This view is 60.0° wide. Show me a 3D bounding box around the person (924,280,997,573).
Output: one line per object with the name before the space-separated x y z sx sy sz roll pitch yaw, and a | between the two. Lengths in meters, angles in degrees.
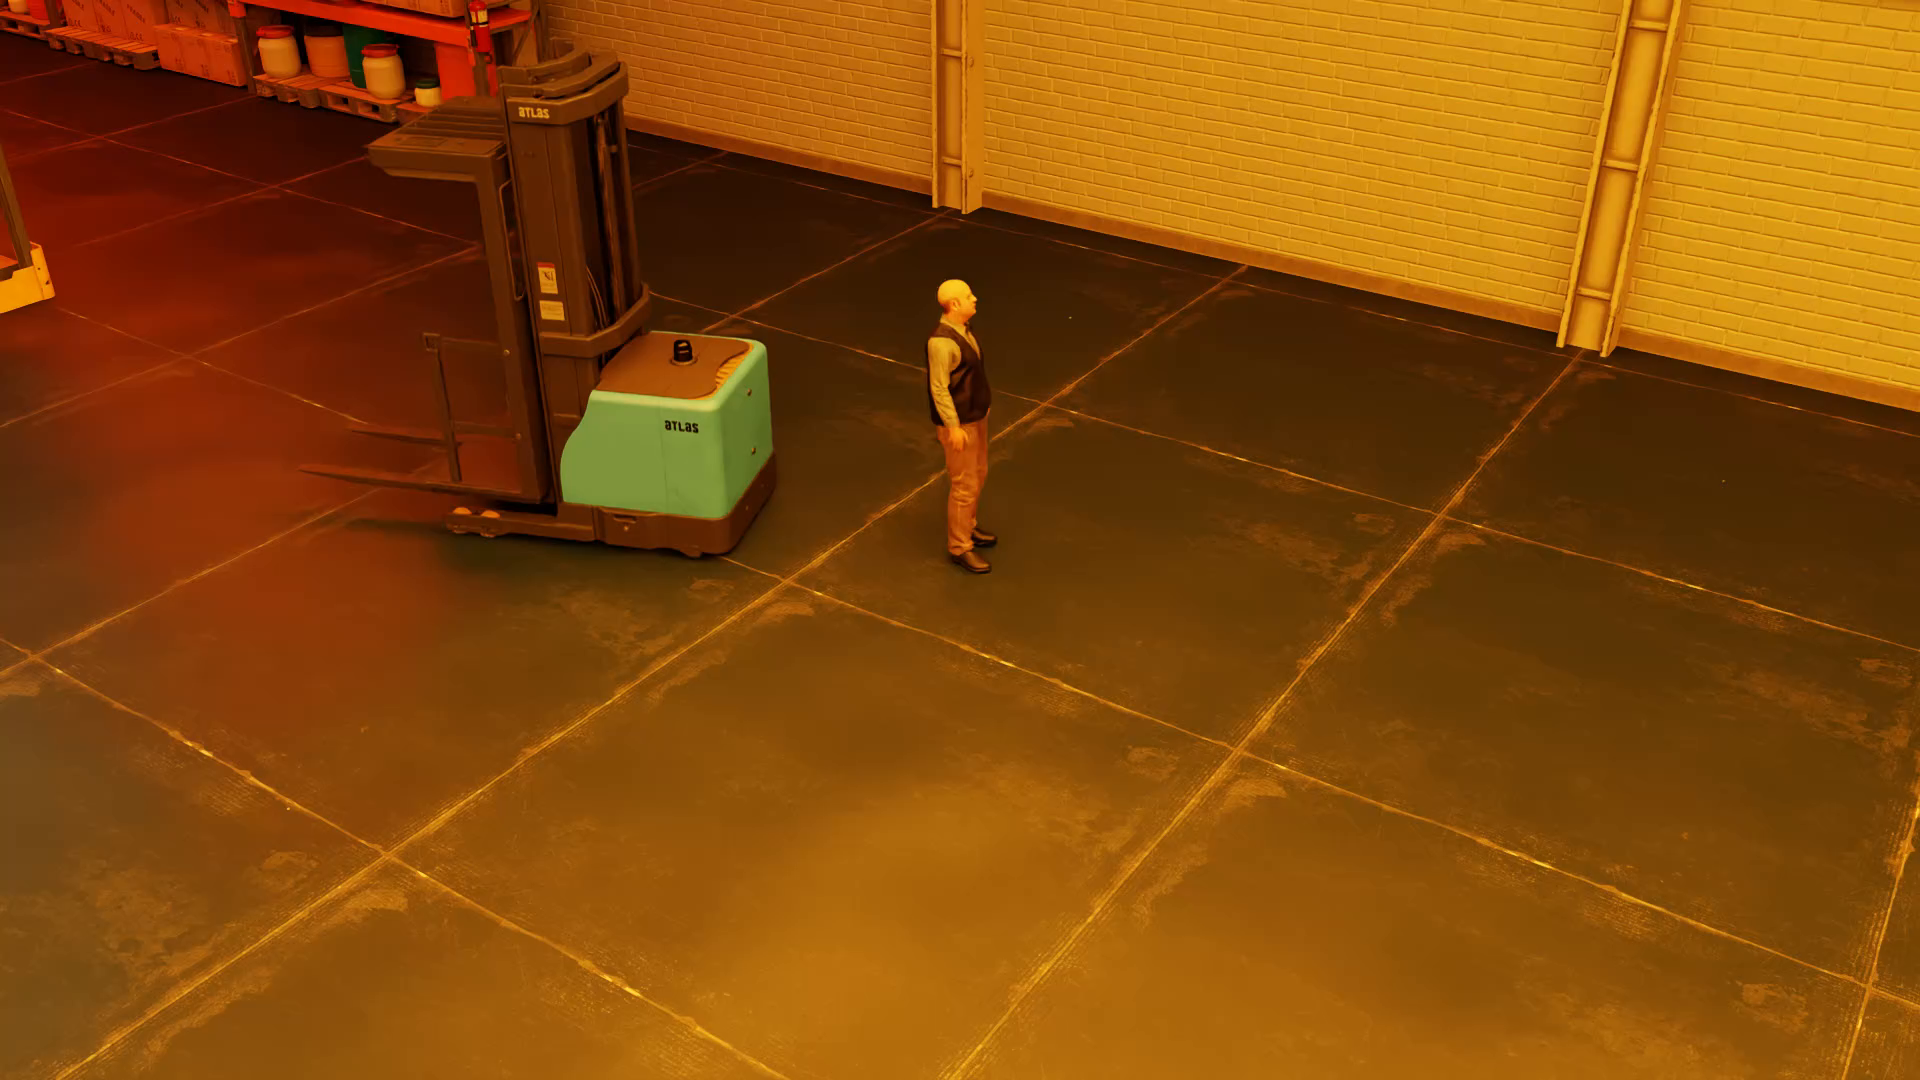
person | 0.033 -0.726 10.042 0.476 1.719 0.698 7 31 12

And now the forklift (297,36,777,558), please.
forklift | -2.783 -1.535 10.224 3.031 2.935 1.130 6 31 11
